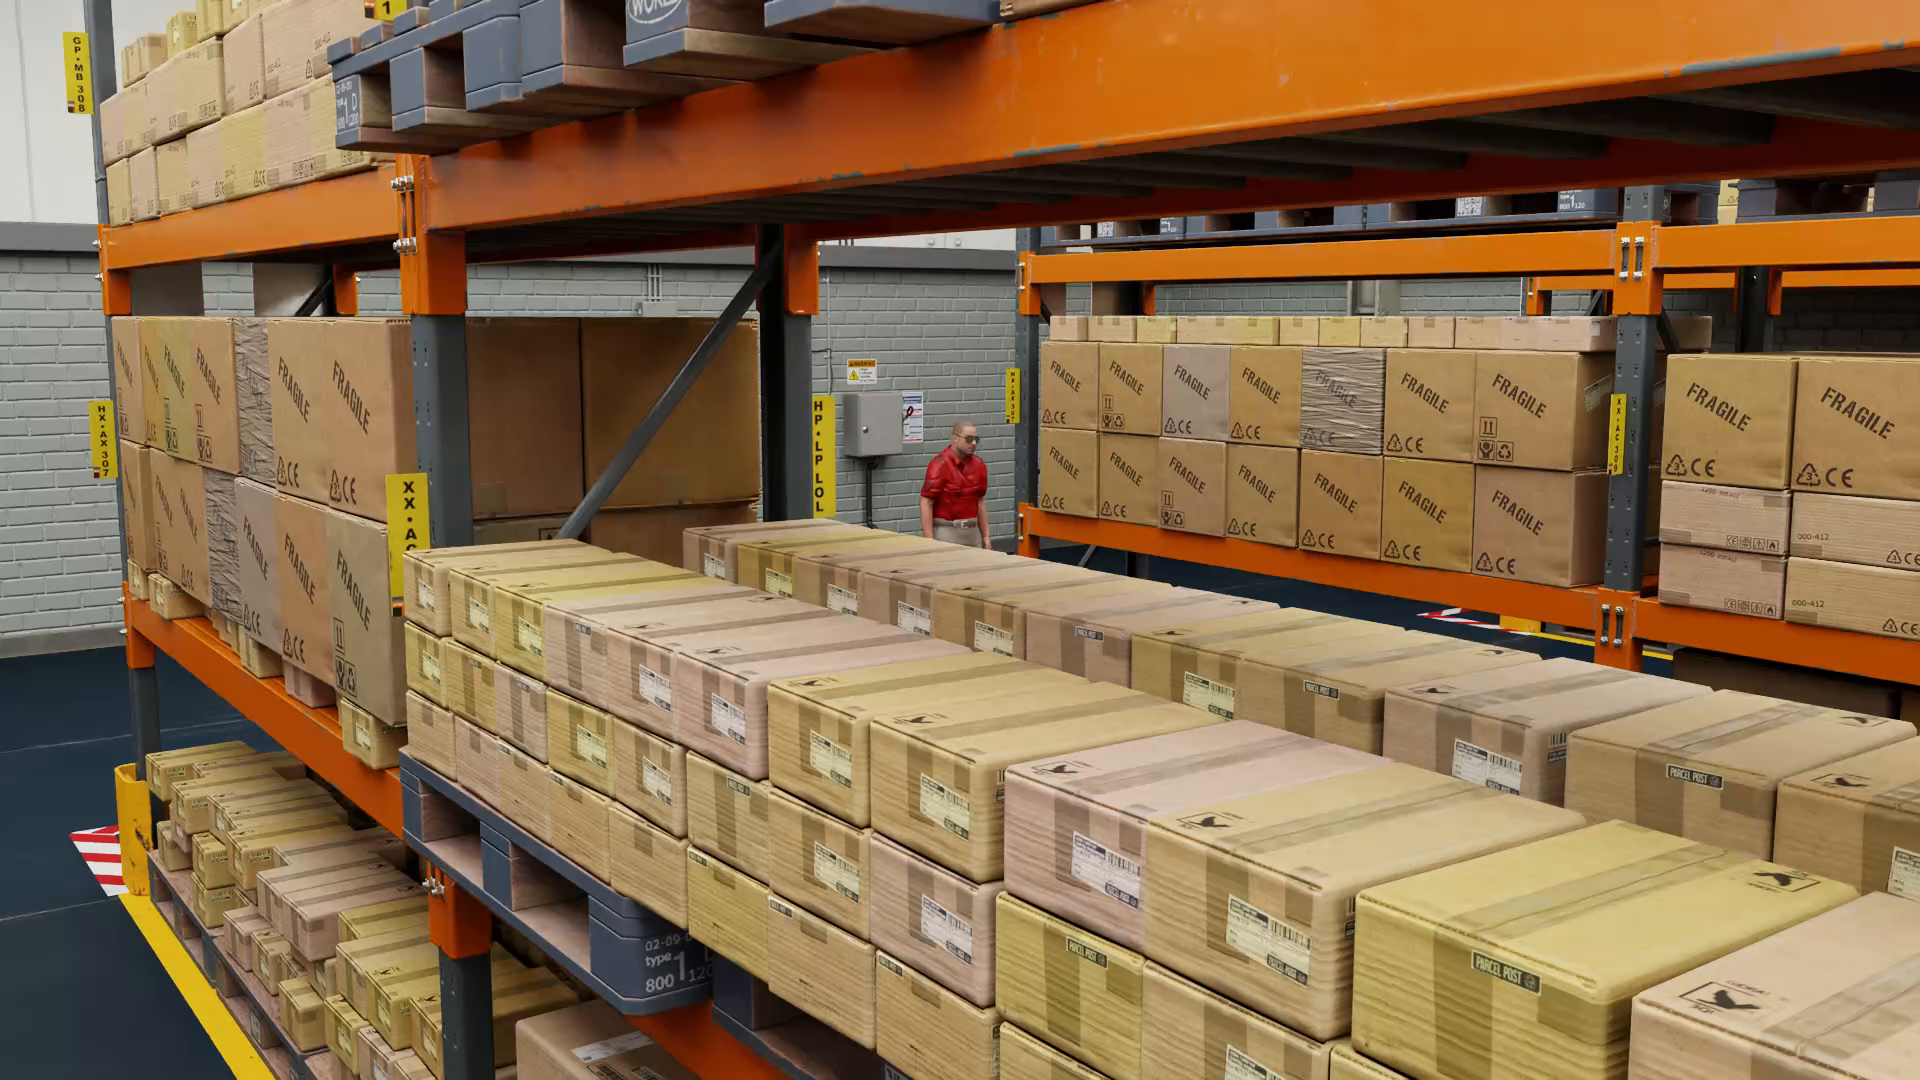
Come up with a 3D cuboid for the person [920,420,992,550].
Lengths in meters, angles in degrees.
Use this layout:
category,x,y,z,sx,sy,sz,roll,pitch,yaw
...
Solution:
category,x,y,z,sx,sy,sz,roll,pitch,yaw
person,-0.027,0.013,11.751,0.606,1.727,0.388,-6,10,-39
